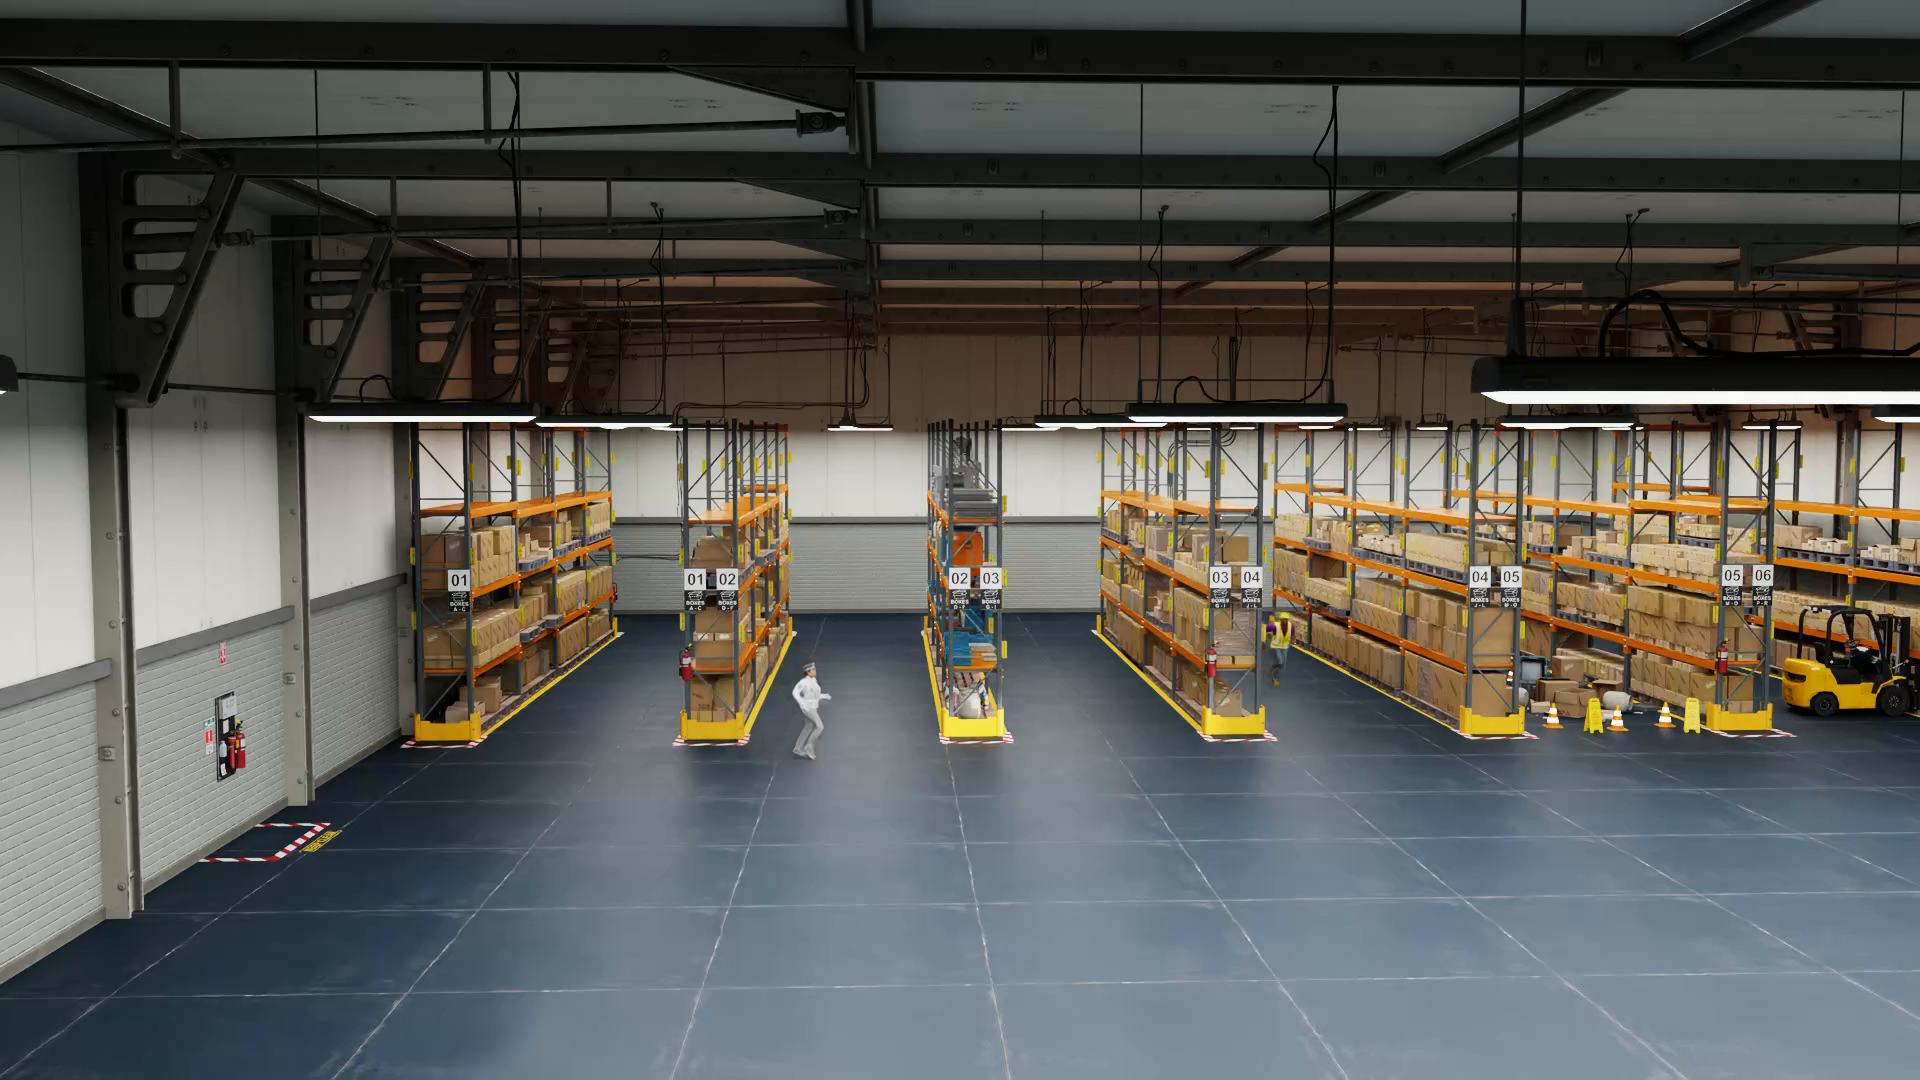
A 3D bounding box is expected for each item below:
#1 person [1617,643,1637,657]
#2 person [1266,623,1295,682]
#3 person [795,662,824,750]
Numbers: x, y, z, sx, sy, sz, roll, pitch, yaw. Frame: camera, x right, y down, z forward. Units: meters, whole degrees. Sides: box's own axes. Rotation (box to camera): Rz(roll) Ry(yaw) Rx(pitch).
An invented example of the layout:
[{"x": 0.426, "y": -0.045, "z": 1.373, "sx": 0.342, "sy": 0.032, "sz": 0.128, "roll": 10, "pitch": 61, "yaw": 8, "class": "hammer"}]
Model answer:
[{"x": 16.123, "y": 2.303, "z": 40.062, "sx": 0.720, "sy": 1.790, "sz": 0.917, "roll": 0, "pitch": 4, "yaw": -7, "class": "person"}, {"x": 7.253, "y": 2.551, "z": 37.735, "sx": 0.663, "sy": 1.388, "sz": 0.552, "roll": -1, "pitch": 4, "yaw": -21, "class": "person"}, {"x": -2.654, "y": 2.938, "z": 29.356, "sx": 0.593, "sy": 1.577, "sz": 0.382, "roll": 1, "pitch": 4, "yaw": 13, "class": "person"}]
